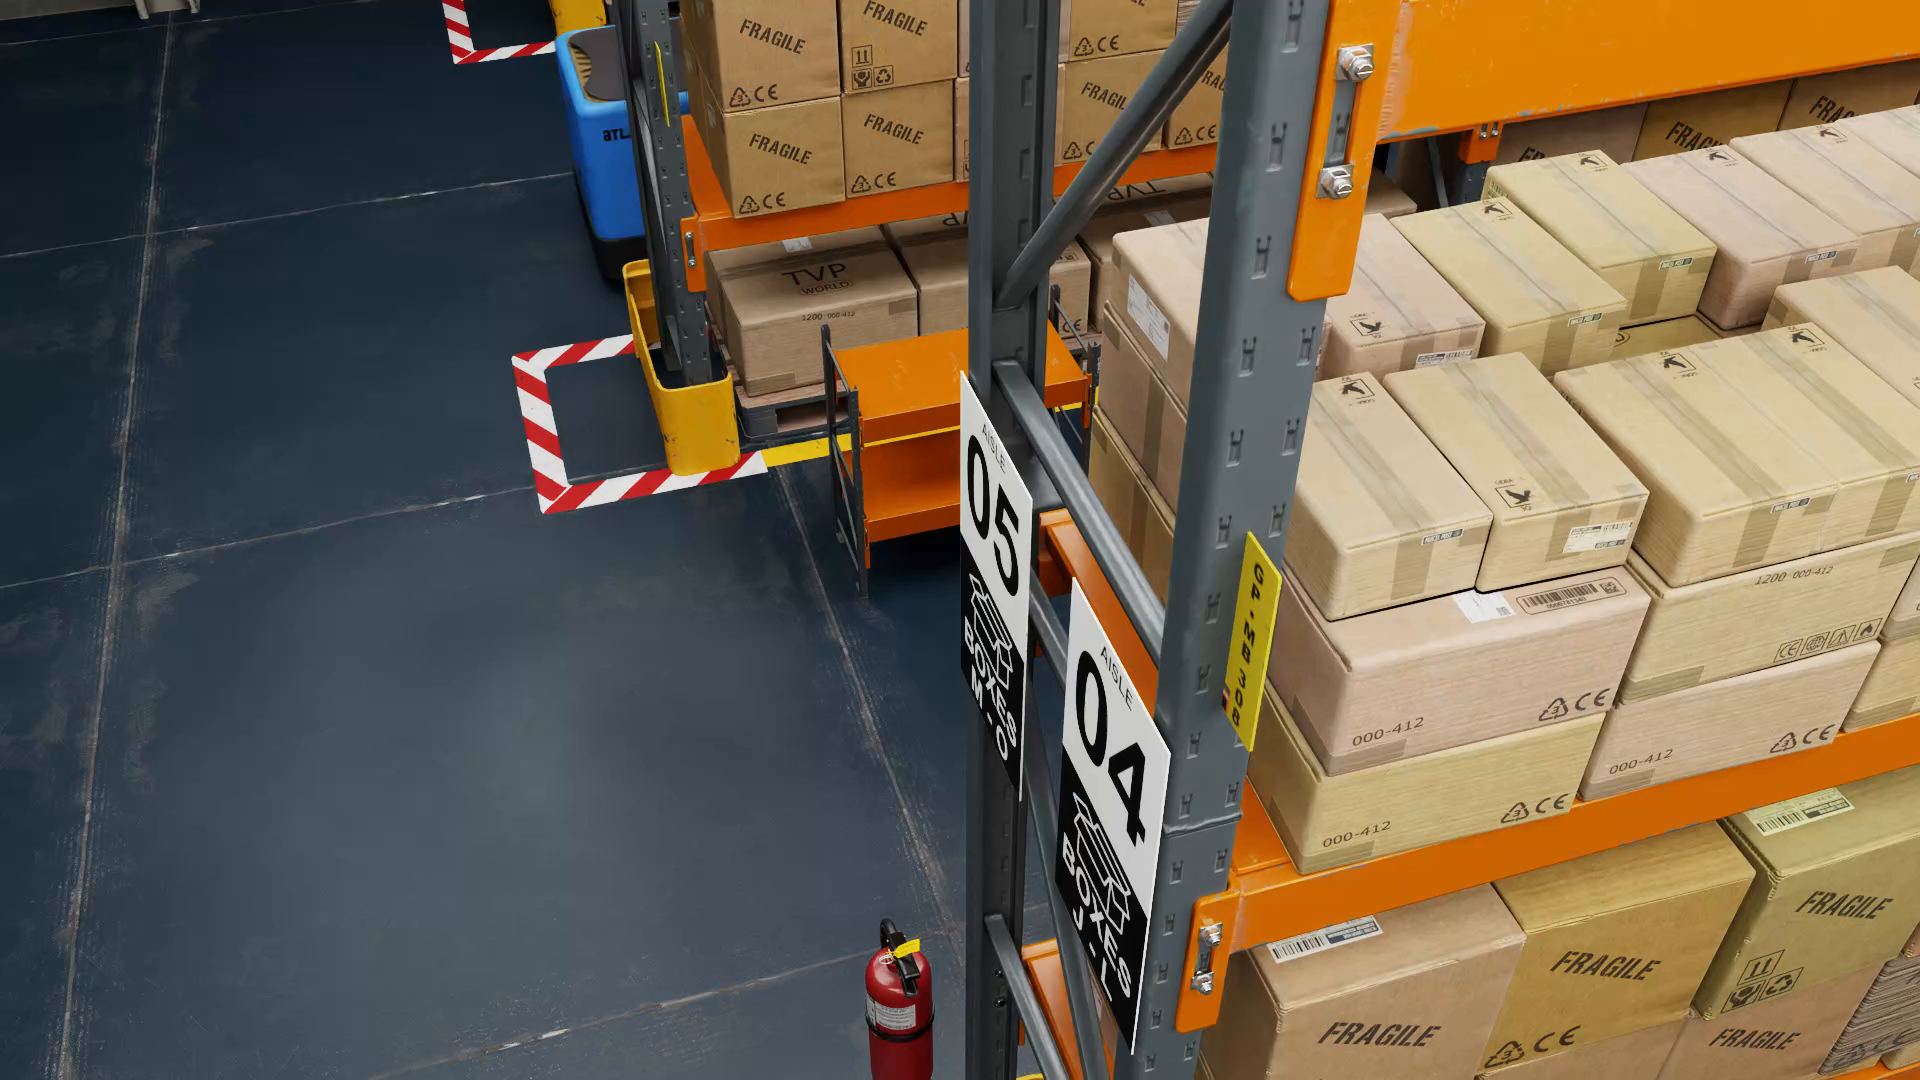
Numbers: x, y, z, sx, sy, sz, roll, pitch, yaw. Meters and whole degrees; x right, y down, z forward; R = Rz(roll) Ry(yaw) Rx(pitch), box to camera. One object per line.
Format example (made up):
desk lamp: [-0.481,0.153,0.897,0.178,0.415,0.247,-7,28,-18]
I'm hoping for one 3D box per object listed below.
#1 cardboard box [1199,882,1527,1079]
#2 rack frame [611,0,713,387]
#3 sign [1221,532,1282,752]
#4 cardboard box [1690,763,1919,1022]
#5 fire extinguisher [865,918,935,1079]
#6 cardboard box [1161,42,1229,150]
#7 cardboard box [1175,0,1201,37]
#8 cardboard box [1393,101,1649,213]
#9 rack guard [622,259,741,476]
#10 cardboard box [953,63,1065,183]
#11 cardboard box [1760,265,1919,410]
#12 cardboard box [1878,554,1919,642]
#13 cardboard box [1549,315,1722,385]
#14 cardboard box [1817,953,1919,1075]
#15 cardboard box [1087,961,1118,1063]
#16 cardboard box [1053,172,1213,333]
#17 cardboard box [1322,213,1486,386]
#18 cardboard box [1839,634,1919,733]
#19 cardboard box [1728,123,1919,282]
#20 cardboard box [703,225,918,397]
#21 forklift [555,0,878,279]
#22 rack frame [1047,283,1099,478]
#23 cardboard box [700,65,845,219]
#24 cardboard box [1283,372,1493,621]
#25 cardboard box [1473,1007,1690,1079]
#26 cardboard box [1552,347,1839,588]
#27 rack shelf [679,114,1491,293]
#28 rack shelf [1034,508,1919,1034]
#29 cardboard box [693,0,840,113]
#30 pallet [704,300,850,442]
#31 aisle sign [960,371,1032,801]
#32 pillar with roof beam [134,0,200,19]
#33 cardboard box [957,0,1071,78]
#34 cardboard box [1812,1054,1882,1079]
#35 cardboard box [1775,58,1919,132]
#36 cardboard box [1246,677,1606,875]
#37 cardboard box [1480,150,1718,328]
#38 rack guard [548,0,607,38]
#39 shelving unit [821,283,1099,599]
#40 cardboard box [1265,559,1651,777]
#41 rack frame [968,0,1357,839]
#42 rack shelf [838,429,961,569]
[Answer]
cardboard box: [0.730,0.809,3.332,0.500,0.500,0.500,-12,43,-13]
rack frame: [-1.362,-1.829,7.413,0.127,3.000,1.000,-12,42,-13]
sign: [0.385,0.139,2.216,0.005,0.325,0.100,-12,42,-13]
cardboard box: [1.712,0.616,3.552,0.500,0.500,0.500,-13,43,-14]
fire extinguisher: [-0.157,1.187,4.303,0.183,0.674,0.296,-12,42,-13]
cardboard box: [1.124,-2.192,7.752,0.500,0.500,0.500,-12,43,-14]
cardboard box: [1.118,-2.566,7.420,0.500,0.500,0.500,-11,42,-12]
cardboard box: [3.021,-2.150,9.077,0.875,0.875,0.875,-10,42,-12]
rack guard: [-1.384,-0.883,8.230,0.348,0.500,1.175,-12,42,-13]
cardboard box: [0.147,-1.988,7.519,0.500,0.500,0.500,-12,43,-13]
cardboard box: [1.575,-0.287,2.800,0.250,0.149,0.380,-11,42,-12]
cardboard box: [1.702,-0.124,2.916,0.500,0.250,0.500,-11,42,-13]
cardboard box: [1.072,-0.357,3.182,0.500,0.250,0.500,-13,43,-14]
cardboard box: [2.191,0.877,4.014,0.500,0.500,0.500,-13,43,-14]
cardboard box: [0.448,1.110,4.240,0.250,0.149,0.380,-12,42,-13]
cardboard box: [0.969,-1.579,8.755,0.875,0.438,0.875,-13,43,-14]
cardboard box: [0.709,-0.405,2.935,0.250,0.149,0.380,-11,42,-12]
cardboard box: [1.718,0.045,3.103,0.500,0.250,0.500,-13,43,-14]
cardboard box: [1.682,-0.638,3.201,0.250,0.149,0.380,-11,42,-12]
cardboard box: [-0.762,-1.216,8.339,0.875,0.438,0.875,-13,43,-15]
forklift: [-0.674,-3.096,8.915,3.031,2.935,1.130,-12,43,-13]
rack frame: [0.478,-0.523,7.343,0.032,1.125,0.500,-12,42,-13]
cardboard box: [-0.817,-1.782,7.283,0.500,0.500,0.500,-12,43,-13]
cardboard box: [0.599,-0.075,2.557,0.250,0.149,0.380,-12,43,-13]
cardboard box: [1.236,1.070,3.792,0.500,0.500,0.500,-12,42,-13]
cardboard box: [1.128,-0.122,2.611,0.250,0.149,0.380,-12,43,-13]
rack shelf: [0.546,-1.954,8.103,4.000,0.370,1.077,-12,42,-13]
rack shelf: [2.129,0.003,3.583,4.000,0.370,1.077,-12,42,-13]
cardboard box: [-0.818,-2.160,6.956,0.500,0.500,0.500,-13,43,-14]
pallet: [-0.622,-0.986,8.568,1.213,0.211,1.003,-12,42,-13]
aisle sign: [0.062,0.104,3.224,0.004,0.787,0.394,-12,42,-13]
pillar with roof beam: [-4.405,-4.534,5.949,0.400,9.000,9.100,-12,42,-13]
cardboard box: [0.161,-2.373,7.199,0.500,0.500,0.500,-12,43,-13]
cardboard box: [2.102,1.153,4.191,0.250,0.149,0.380,-10,42,-12]
cardboard box: [4.733,-2.510,9.489,0.875,0.875,0.875,-11,42,-13]
cardboard box: [0.727,0.256,2.861,0.500,0.250,0.500,-10,42,-12]
cardboard box: [1.179,-0.563,3.115,0.250,0.149,0.380,-11,42,-12]
rack guard: [-2.784,-4.017,11.818,0.348,0.500,1.175,-12,42,-13]
shelving unit: [-0.006,-0.422,7.228,1.048,1.125,0.538,-12,42,-13]
cardboard box: [0.728,0.070,2.694,0.500,0.250,0.500,-11,42,-12]
rack frame: [0.222,-1.002,1.907,0.127,3.000,1.000,-12,42,-13]
rack shelf: [-0.006,-0.238,7.389,1.000,0.278,0.538,-12,42,-13]
